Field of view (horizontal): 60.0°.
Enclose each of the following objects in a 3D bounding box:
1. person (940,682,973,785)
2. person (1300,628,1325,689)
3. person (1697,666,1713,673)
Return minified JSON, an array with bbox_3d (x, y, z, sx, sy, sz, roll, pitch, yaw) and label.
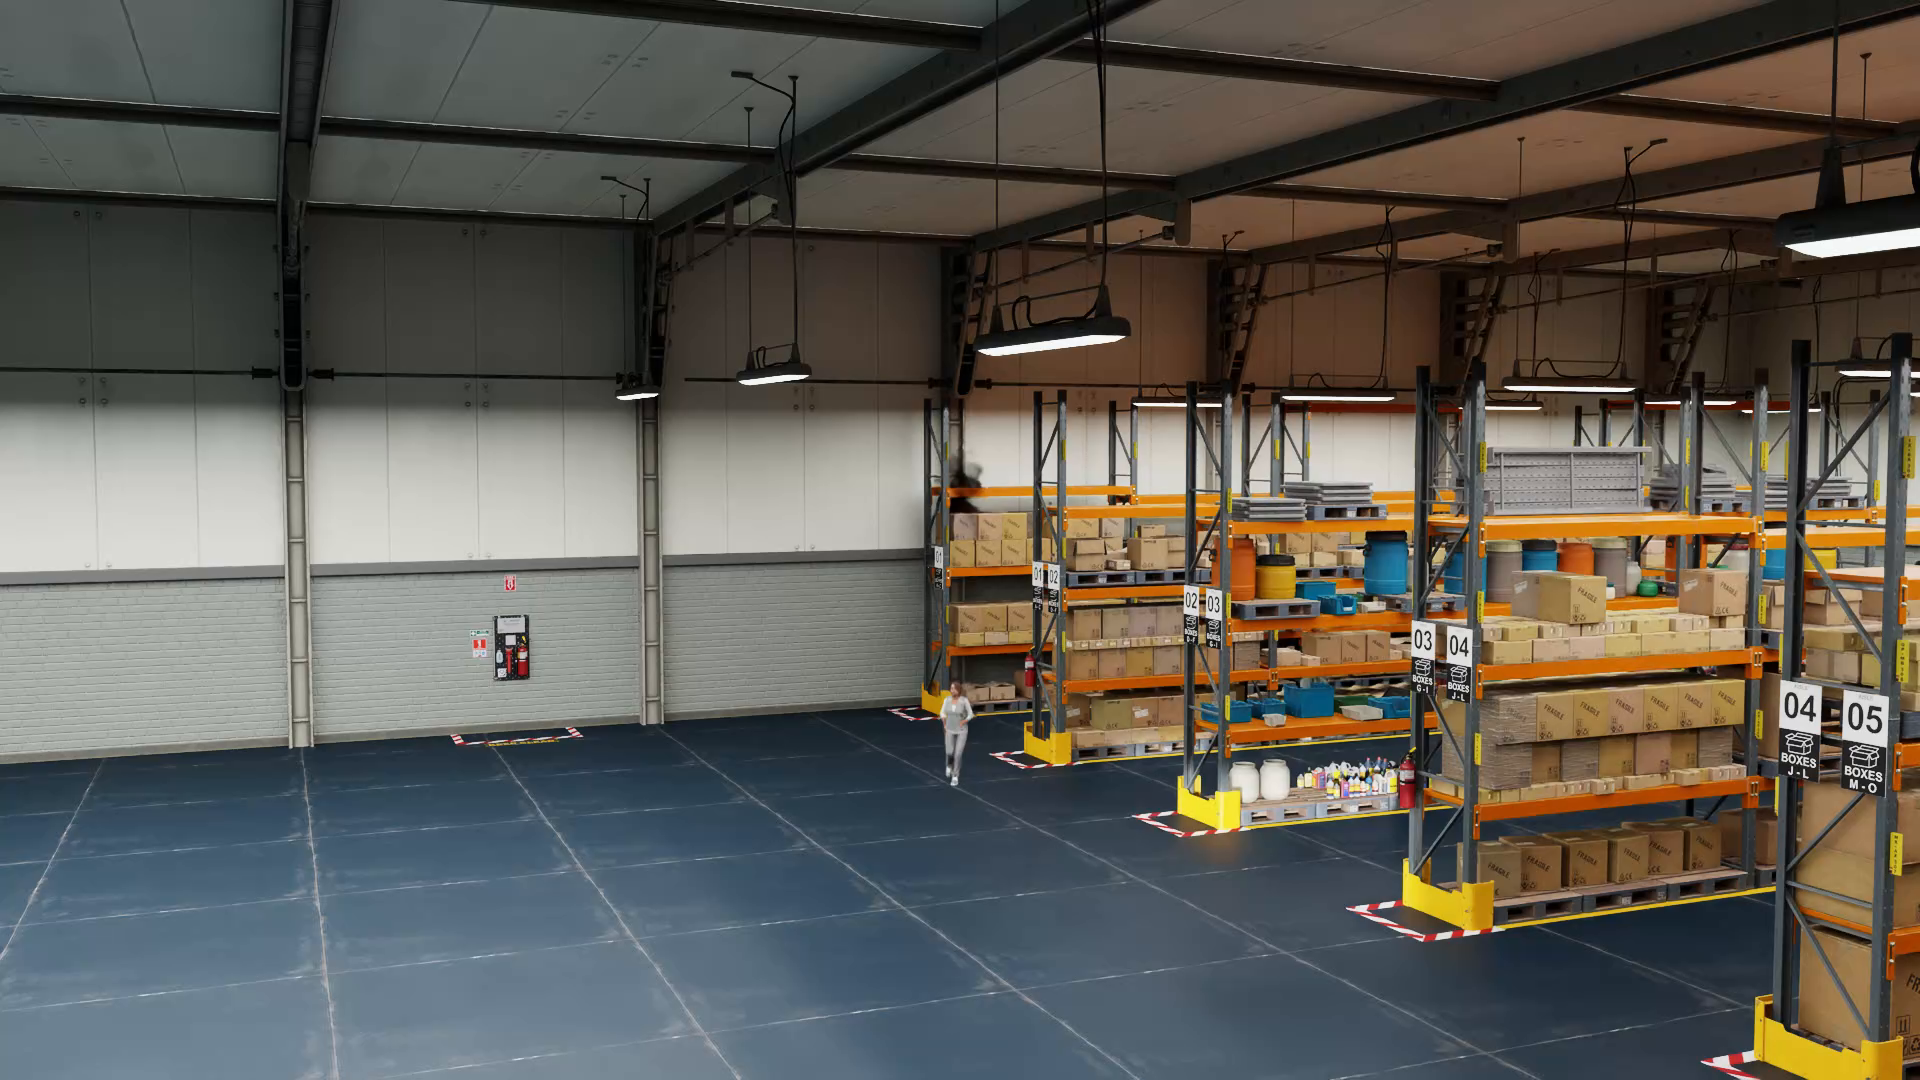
[{"bbox_3d":[-0.062,2.912,25.023,0.523,1.568,0.549,0,3,8],"label":"person"},{"bbox_3d":[6.561,2.428,30.787,1.003,1.773,0.650,-2,4,-27],"label":"person"},{"bbox_3d":[13.363,2.502,29.777,1.017,1.762,0.700,-2,4,-36],"label":"person"}]
